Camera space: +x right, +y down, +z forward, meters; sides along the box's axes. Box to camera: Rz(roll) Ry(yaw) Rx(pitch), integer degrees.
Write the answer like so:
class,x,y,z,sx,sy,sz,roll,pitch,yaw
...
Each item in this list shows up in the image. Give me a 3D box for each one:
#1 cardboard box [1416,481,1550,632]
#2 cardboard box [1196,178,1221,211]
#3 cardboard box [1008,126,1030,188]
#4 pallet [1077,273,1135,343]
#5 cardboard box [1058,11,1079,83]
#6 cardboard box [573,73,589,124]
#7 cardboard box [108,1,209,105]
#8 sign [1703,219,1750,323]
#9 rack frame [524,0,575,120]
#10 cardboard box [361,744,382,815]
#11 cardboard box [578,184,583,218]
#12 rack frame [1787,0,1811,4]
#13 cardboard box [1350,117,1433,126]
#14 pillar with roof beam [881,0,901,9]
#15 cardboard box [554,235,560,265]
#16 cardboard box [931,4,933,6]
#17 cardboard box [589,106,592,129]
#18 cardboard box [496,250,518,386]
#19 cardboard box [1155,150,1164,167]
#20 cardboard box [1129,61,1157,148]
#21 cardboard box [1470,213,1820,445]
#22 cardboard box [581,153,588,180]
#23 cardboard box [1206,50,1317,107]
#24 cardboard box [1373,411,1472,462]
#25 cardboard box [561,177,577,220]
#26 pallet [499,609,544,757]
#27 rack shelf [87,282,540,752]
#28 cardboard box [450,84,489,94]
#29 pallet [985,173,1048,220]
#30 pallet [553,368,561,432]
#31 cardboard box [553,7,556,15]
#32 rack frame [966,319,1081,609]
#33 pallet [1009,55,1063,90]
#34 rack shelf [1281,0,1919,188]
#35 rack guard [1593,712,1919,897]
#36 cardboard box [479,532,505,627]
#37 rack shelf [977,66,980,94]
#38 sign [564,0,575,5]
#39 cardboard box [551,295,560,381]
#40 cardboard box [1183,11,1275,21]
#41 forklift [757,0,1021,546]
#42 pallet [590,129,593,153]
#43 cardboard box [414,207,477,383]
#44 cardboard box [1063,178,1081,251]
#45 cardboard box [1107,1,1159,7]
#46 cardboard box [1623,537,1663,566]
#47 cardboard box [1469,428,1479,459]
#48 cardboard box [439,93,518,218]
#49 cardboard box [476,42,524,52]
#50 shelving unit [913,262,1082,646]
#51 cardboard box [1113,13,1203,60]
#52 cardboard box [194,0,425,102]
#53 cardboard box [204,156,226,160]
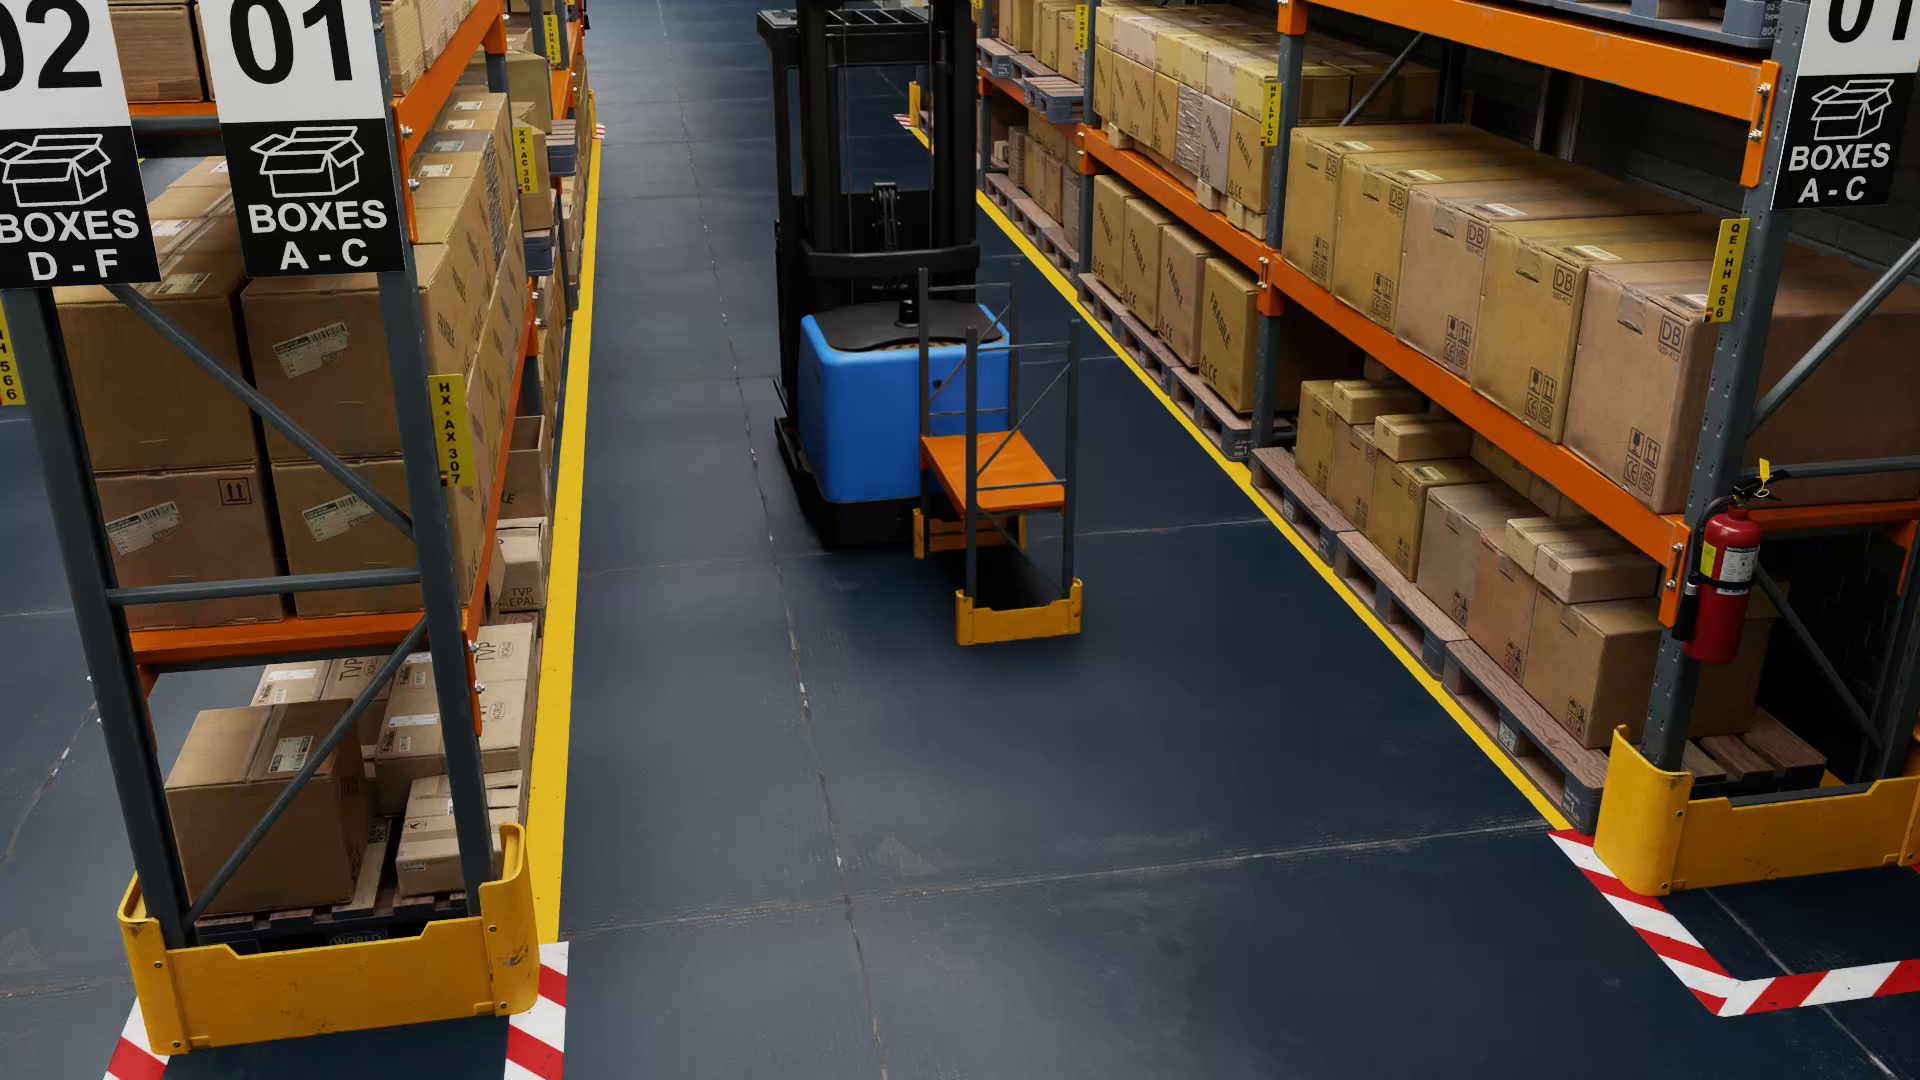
class,x,y,z,sx,sy,sz,roll,pitch,yaw
cardboard box,2.510,0.059,7.467,0.700,0.500,0.500,-5,24,-11
cardboard box,1.663,-2.114,10.131,0.380,0.149,0.250,-4,24,-10
cardboard box,0.857,-3.720,16.093,0.700,0.500,0.500,-3,24,-8
pallet,1.516,-1.785,12.574,1.003,0.211,1.213,-4,24,-10
cardboard box,1.218,-4.028,13.551,0.700,0.500,0.500,-7,24,-15
cardboard box,-4.220,-4.655,17.635,0.500,0.500,0.500,-4,24,-10
cardboard box,-2.298,-1.352,4.538,0.500,0.250,0.500,-4,24,-10
sign,2.388,-0.836,5.175,0.100,0.325,0.005,-4,24,-10
rack frame,-4.163,-4.584,15.498,1.000,3.000,0.127,-4,24,-10
cardboard box,-2.273,0.871,5.998,0.380,0.166,0.250,-4,24,-10
cardboard box,-3.615,-2.974,14.723,0.500,0.250,0.500,-4,24,-9
rack frame,2.924,-2.981,4.333,1.000,3.000,0.127,-4,24,-10
cardboard box,2.347,-2.196,9.509,0.500,0.500,0.500,-5,24,-12
pillar with roof beam,-5.505,-13.465,28.336,9.100,9.000,0.400,-4,24,-10
cardboard box,-3.005,-2.038,11.305,0.500,0.250,0.500,-3,24,-8
cardboard box,-0.058,-5.846,18.551,0.500,0.250,0.500,-5,24,-11
cardboard box,-4.409,-4.705,18.685,0.500,0.250,0.500,-4,24,-10
cardboard box,-2.145,-0.901,6.940,0.500,0.500,0.500,-4,24,-9
cardboard box,1.543,-2.622,11.295,0.380,0.149,0.250,-4,24,-9
cardboard box,1.461,-2.958,11.254,0.500,0.500,0.500,-4,24,-10
cardboard box,2.674,-0.855,6.584,0.980,0.700,0.700,-4,24,-10
cardboard box,-3.951,-3.721,16.433,0.500,0.250,0.500,-4,24,-10
cardboard box,1.761,-2.707,9.742,0.500,0.250,0.500,-4,24,-9
cardboard box,2.202,-0.494,7.922,0.380,0.149,0.250,-5,24,-11
cardboard box,-3.429,-2.835,13.702,0.500,0.311,0.500,-5,24,-11
pallet,-2.329,0.592,7.132,1.003,0.211,1.213,-4,24,-10
rack shelf,-2.314,-0.321,6.636,1.077,0.370,4.000,-4,24,-10
cardboard box,-3.071,-2.366,9.770,0.700,0.500,0.500,-11,26,-23
pallet,0.850,-3.368,16.198,1.003,0.211,1.213,-4,24,-10
pallet,-3.100,-0.957,10.678,1.003,0.211,1.213,-4,24,-10
cardboard box,-4.444,-5.208,16.803,0.700,0.500,0.500,-4,24,-9
rack frame,0.273,-0.239,7.424,0.500,1.500,0.032,-5,24,-12
pallet,1.038,-4.066,14.553,1.003,0.211,1.213,-4,24,-10
rack shelf,2.554,-2.064,6.878,1.077,0.370,4.000,-4,24,-10
rack guard,2.928,0.923,6.012,1.175,0.500,0.348,-4,24,-10
cardboard box,-2.331,0.244,7.014,0.797,0.503,0.637,-4,24,-10
rack shelf,0.335,-5.409,18.286,1.077,0.370,4.000,-4,24,-10
sign,-3.631,-5.122,15.383,0.100,0.325,0.005,-4,24,-10
cardboard box,-2.821,-1.307,10.568,0.500,0.500,0.500,-5,24,-12
cardboard box,1.875,-3.550,11.673,0.500,0.250,0.500,-5,24,-11
forklift,-0.506,-1.876,9.383,1.130,2.935,3.031,-5,24,-12
pallet,-4.720,-4.582,18.977,1.003,0.211,1.213,-4,24,-10
cardboard box,-1.871,-0.767,5.384,0.500,0.500,0.500,-4,24,-9
cardboard box,1.260,-2.714,13.790,0.700,0.500,0.500,-4,24,-9
cardboard box,1.351,-4.057,12.806,0.380,0.149,0.250,-8,25,-17
cardboard box,2.821,-0.009,6.811,0.380,0.149,0.250,-4,24,-10
cardboard box,2.584,-0.509,7.957,0.380,0.149,0.250,-4,24,-9
cardboard box,-2.336,-1.762,7.661,0.500,0.500,0.500,-4,24,-9
cardboard box,-3.750,-3.715,13.384,0.500,0.500,0.500,-6,24,-13
shelving unit,0.161,-0.434,7.870,0.587,1.500,1.083,-5,24,-12
cardboard box,1.375,-3.505,11.568,0.500,0.250,0.500,-5,24,-10
cardboard box,-1.789,-1.391,4.626,0.500,0.250,0.500,-4,24,-10
cardboard box,-2.683,-1.330,6.673,0.500,0.500,0.500,-5,24,-11
